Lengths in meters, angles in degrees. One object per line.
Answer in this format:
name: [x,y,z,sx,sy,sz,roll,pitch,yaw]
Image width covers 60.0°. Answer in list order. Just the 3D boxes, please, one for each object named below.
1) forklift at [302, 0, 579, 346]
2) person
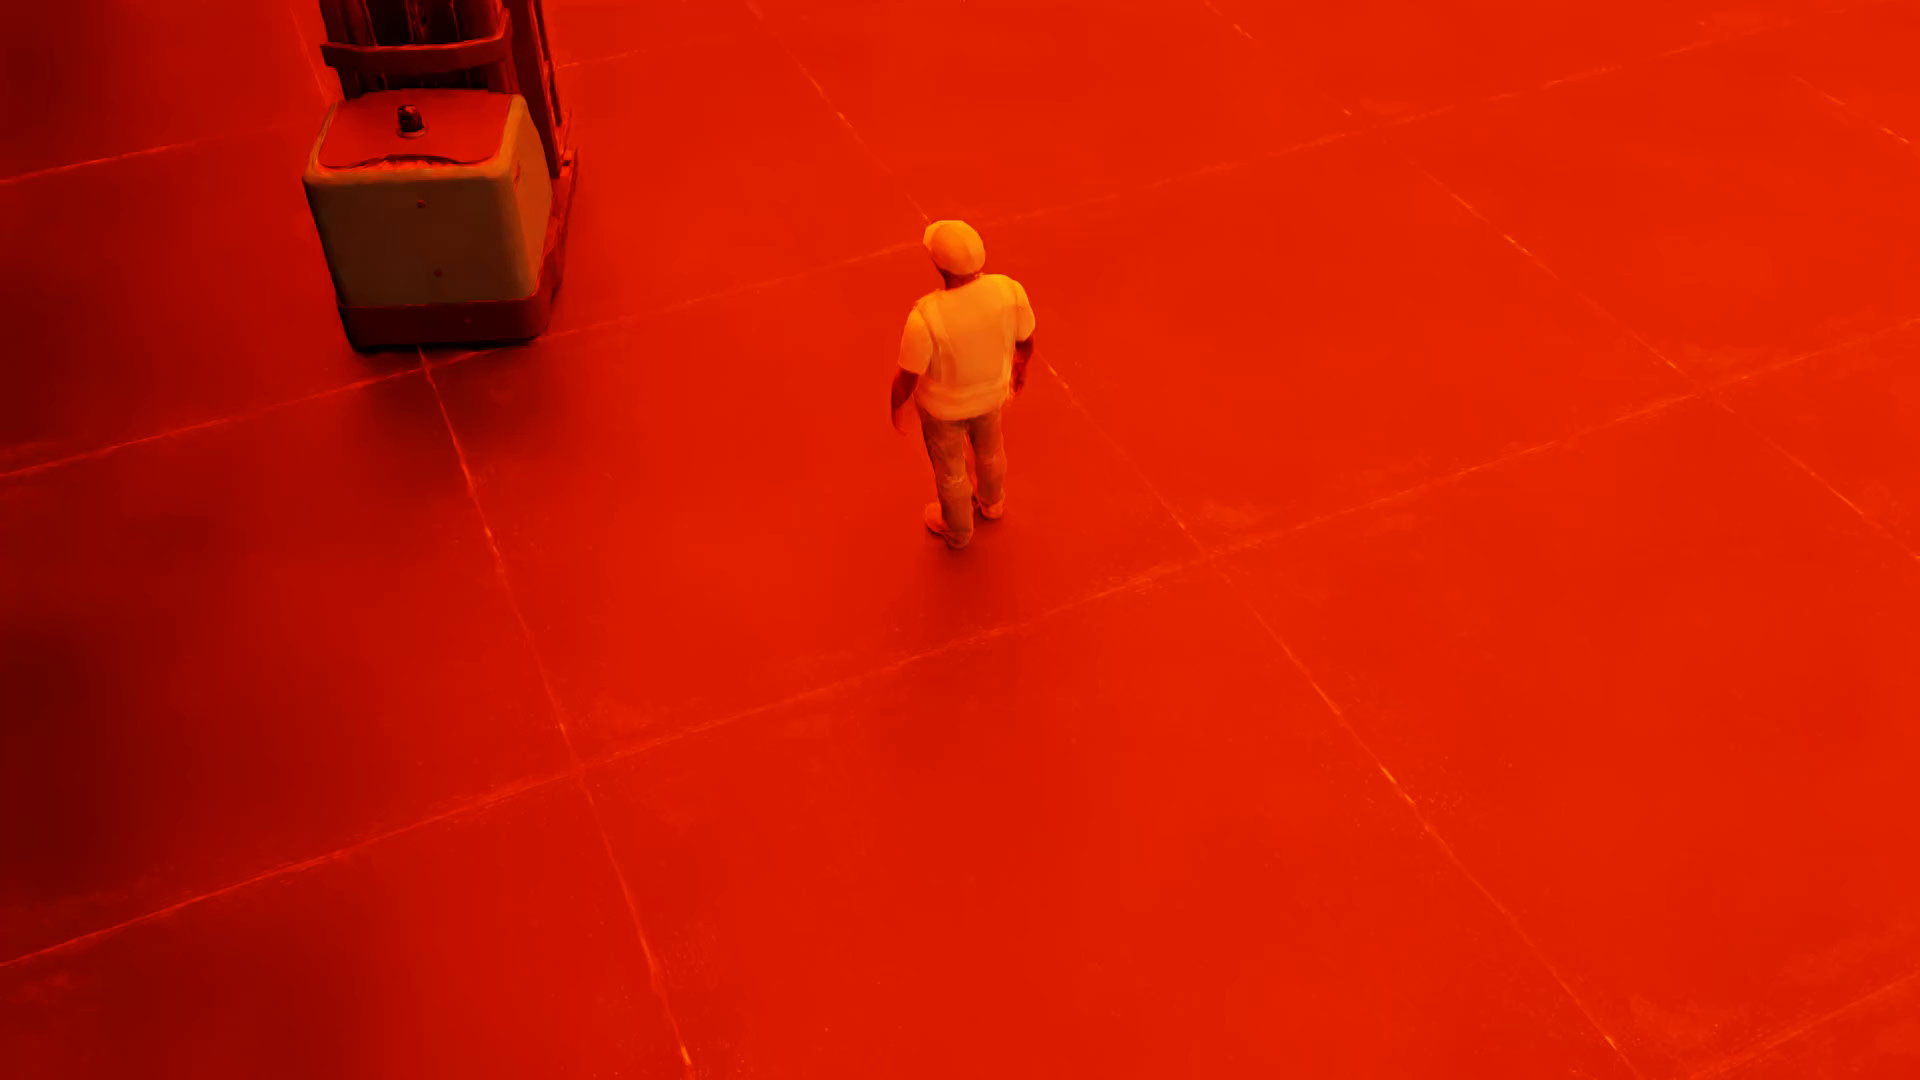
forklift: [-2.873,-3.103,9.005,1.130,2.935,3.031,-3,43,-4]
person: [-0.024,-0.695,7.269,0.665,1.766,0.576,-18,46,-18]
